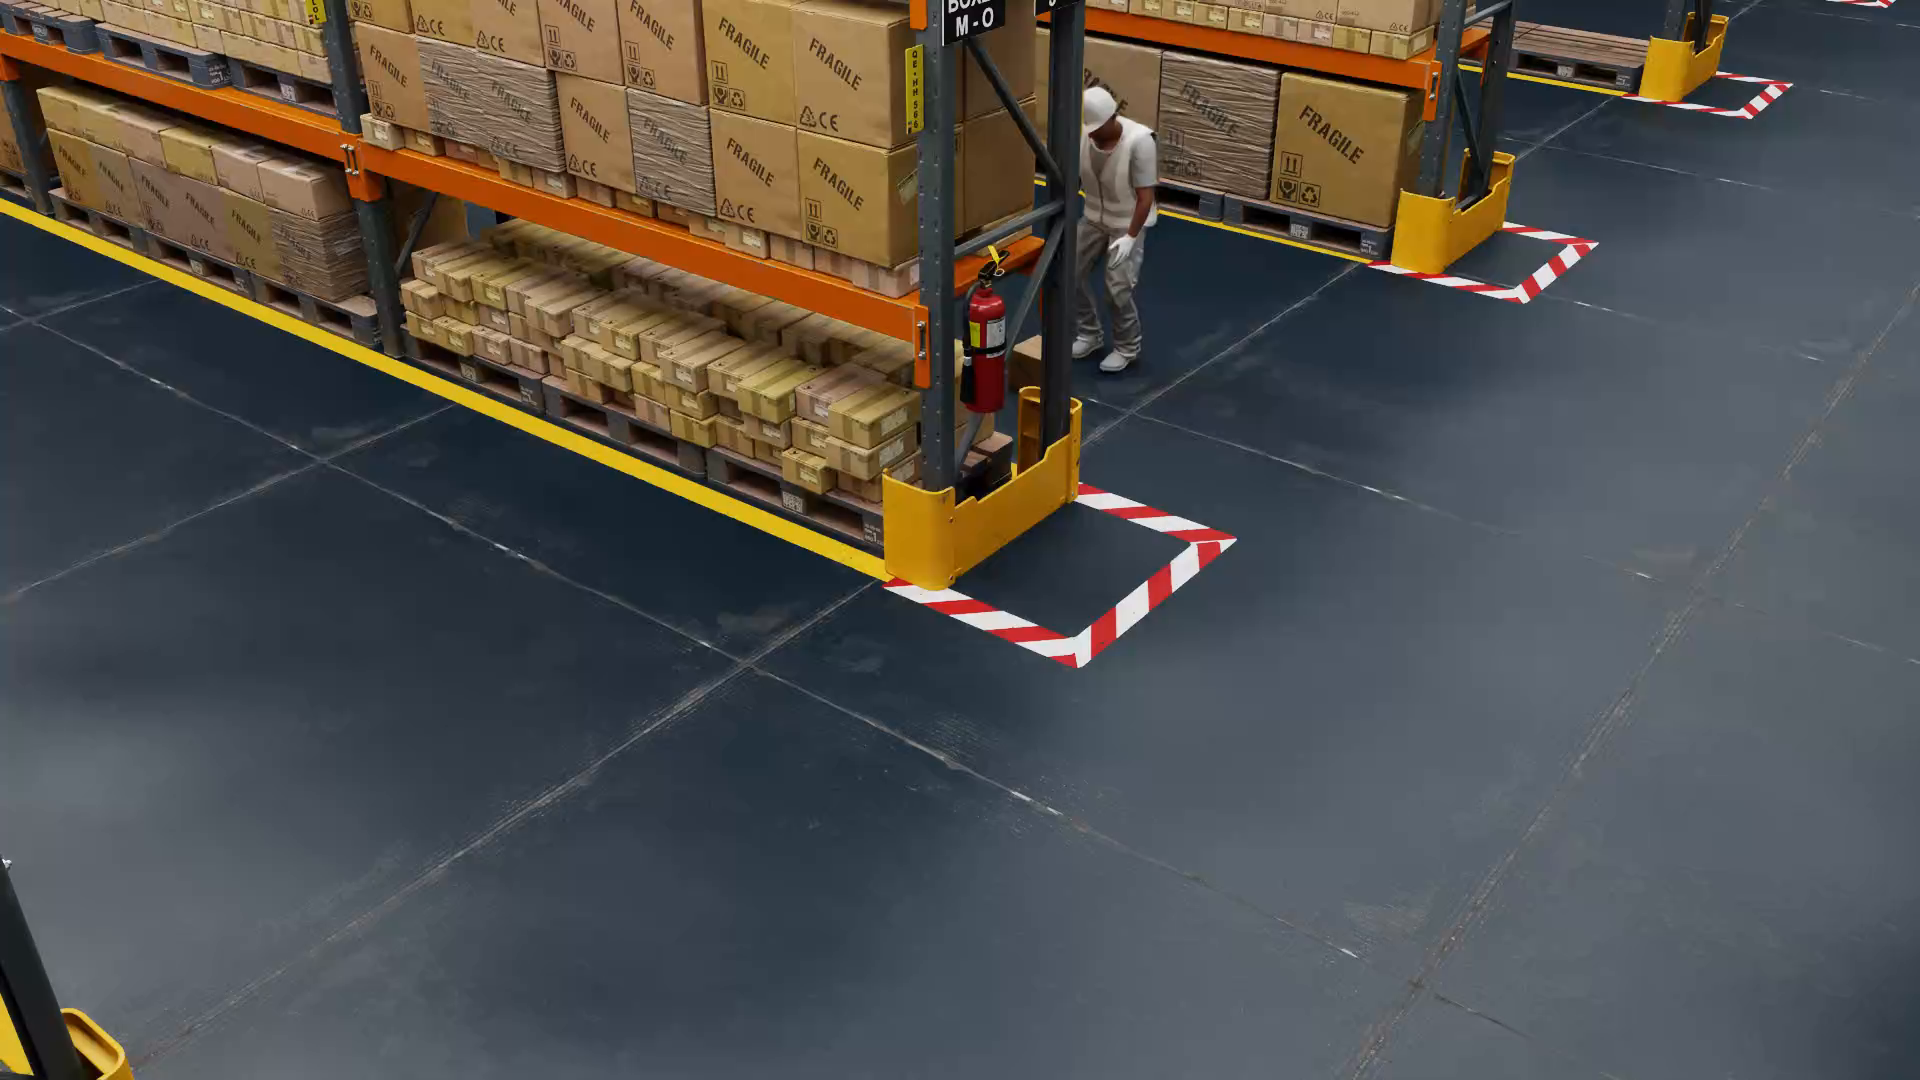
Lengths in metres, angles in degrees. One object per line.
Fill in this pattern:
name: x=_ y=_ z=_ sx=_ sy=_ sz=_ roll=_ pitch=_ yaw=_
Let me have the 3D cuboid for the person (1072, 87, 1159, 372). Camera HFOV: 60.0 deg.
person: x=0.825 y=-1.727 z=9.189 sx=0.598 sy=1.624 sz=0.606 roll=26 pitch=39 yaw=36
